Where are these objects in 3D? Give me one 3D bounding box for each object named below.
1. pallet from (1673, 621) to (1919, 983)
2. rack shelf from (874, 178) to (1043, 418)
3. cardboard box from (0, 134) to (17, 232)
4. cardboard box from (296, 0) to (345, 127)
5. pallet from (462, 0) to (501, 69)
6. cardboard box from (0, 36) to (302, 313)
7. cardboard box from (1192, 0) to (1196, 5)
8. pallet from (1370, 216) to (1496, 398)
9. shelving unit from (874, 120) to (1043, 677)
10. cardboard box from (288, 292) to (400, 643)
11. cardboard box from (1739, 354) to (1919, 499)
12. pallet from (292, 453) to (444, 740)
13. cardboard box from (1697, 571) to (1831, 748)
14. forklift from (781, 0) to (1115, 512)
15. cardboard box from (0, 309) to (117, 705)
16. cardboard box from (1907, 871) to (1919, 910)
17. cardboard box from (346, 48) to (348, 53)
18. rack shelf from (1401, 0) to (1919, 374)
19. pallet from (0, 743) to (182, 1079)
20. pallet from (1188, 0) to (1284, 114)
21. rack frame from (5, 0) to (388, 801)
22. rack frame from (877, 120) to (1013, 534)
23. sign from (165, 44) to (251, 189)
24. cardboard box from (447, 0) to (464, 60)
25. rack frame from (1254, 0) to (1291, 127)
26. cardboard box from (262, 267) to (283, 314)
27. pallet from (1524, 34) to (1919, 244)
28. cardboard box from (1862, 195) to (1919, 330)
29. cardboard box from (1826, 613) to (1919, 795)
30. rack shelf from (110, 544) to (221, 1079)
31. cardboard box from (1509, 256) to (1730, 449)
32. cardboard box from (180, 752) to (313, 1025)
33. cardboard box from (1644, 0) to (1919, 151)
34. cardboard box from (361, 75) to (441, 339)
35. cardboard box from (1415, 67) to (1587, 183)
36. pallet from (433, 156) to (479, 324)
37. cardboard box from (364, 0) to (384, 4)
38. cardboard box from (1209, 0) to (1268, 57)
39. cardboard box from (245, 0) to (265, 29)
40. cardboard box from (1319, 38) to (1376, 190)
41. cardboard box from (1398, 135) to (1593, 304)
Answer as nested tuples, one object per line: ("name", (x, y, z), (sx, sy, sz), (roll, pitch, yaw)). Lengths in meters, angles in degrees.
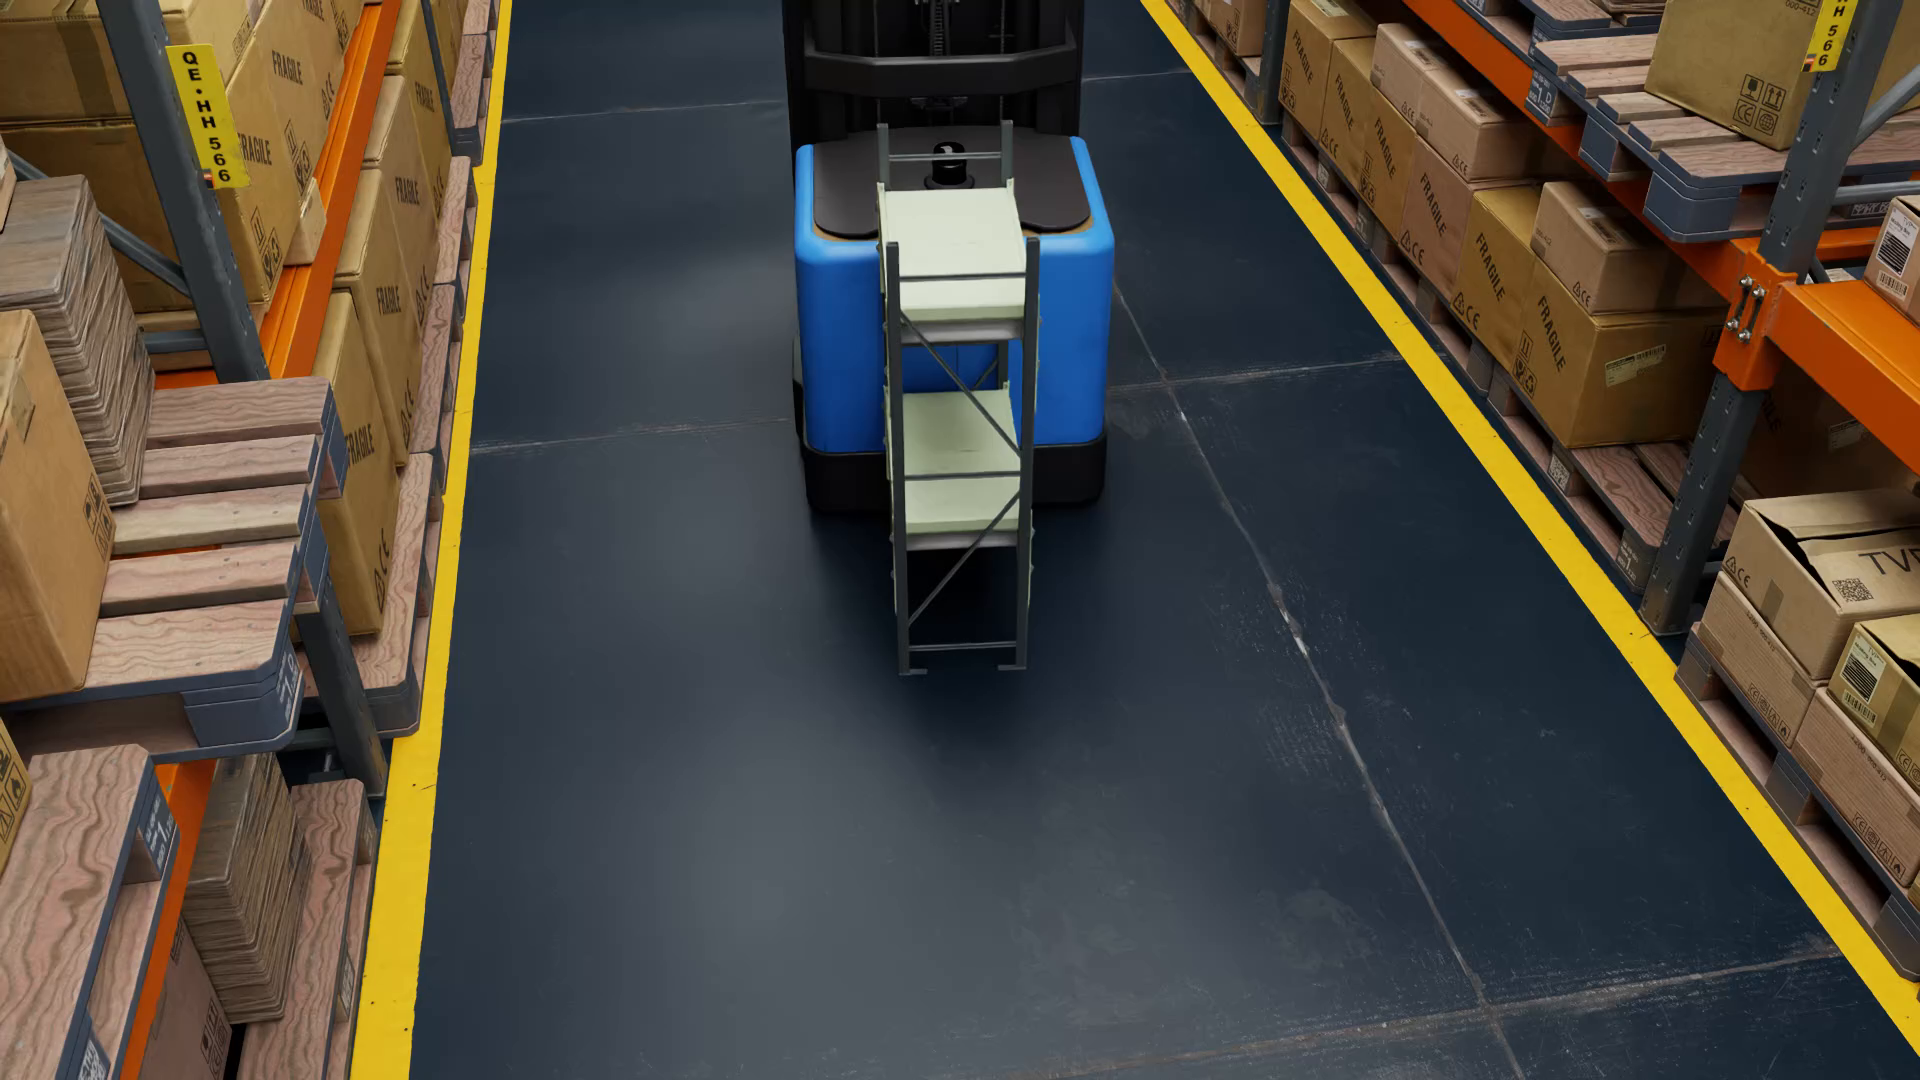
("pallet", (2.821, 0.645, 4.748), (1.003, 0.211, 1.213), (-6, 38, -8))
("rack shelf", (-0.018, -0.713, 4.809), (0.431, 0.370, 0.720), (-3, 38, -3))
("cardboard box", (-2.071, -0.687, 3.221), (0.380, 0.149, 0.250), (-11, 39, -14))
("cardboard box", (-2.163, -1.526, 4.929), (0.500, 0.500, 0.500), (-6, 38, -8))
("pallet", (-3.136, -2.944, 9.367), (1.003, 0.211, 1.213), (-6, 38, -8))
("cardboard box", (-1.994, -0.909, 4.134), (0.500, 0.500, 0.500), (-5, 38, -7))
("cardboard box", (1.503, -3.253, 9.325), (0.500, 0.311, 0.500), (-6, 38, -8))
("pallet", (2.411, -1.047, 6.926), (1.003, 0.211, 1.213), (-6, 38, -8))
("shelving unit", (-0.018, -0.405, 5.049), (0.431, 1.500, 0.755), (-3, 38, -3))
("cardboard box", (-2.161, -0.198, 4.970), (0.750, 0.750, 0.750), (-7, 38, -9))
("cardboard box", (2.917, -0.450, 5.563), (0.500, 0.500, 0.500), (-5, 38, -6))
("pallet", (-2.225, 0.194, 5.328), (1.003, 0.211, 1.213), (-6, 38, -8))
("cardboard box", (2.518, 0.310, 4.805), (0.500, 0.250, 0.500), (-6, 38, -8))
("forklift", (-0.114, -2.142, 6.118), (1.130, 2.935, 3.031), (-2, 38, -3))
("cardboard box", (-1.944, -0.019, 2.889), (0.700, 0.500, 0.500), (-10, 39, -12))
("cardboard box", (2.704, 0.927, 4.011), (0.500, 0.250, 0.500), (-7, 38, -9))
("cardboard box", (-2.345, -1.802, 5.813), (0.380, 0.149, 0.250), (-7, 38, -9))
("rack shelf", (2.365, -1.882, 6.314), (1.077, 0.370, 4.000), (-6, 38, -8))
("pallet", (-1.774, 0.844, 2.375), (1.003, 0.211, 1.213), (-6, 38, -8))
("pallet", (1.894, -2.688, 9.038), (1.003, 0.211, 1.213), (-6, 38, -8))
("rack frame", (-2.161, -0.423, 3.849), (1.000, 3.000, 0.127), (-6, 38, -8))
("rack frame", (-0.044, -0.629, 5.337), (0.400, 1.500, 0.023), (-3, 38, -3))
("sign", (-1.629, -0.913, 3.601), (0.100, 0.325, 0.005), (-6, 38, -8))
("cardboard box", (-2.977, -2.784, 8.584), (0.700, 0.500, 0.500), (-7, 38, -8))
("rack frame", (2.014, -3.374, 7.648), (1.000, 3.000, 0.127), (-6, 38, -8))
("cardboard box", (-2.026, -0.709, 4.405), (0.380, 0.149, 0.250), (-6, 38, -7))
("pallet", (2.527, -1.284, 5.114), (1.213, 0.211, 1.003), (-6, 38, -8))
("cardboard box", (2.736, -0.698, 4.277), (0.500, 0.311, 0.500), (-4, 38, -5))
("cardboard box", (2.618, 0.405, 4.226), (0.500, 0.311, 0.500), (-7, 38, -9))
("rack shelf", (-1.810, 1.069, 2.515), (1.077, 0.370, 4.000), (-6, 38, -8))
("cardboard box", (2.320, -0.684, 5.865), (0.500, 0.500, 0.500), (-5, 38, -6))
("cardboard box", (-1.984, 0.820, 3.929), (0.700, 0.500, 0.500), (-6, 38, -7))
("cardboard box", (2.494, -1.532, 4.853), (0.700, 0.500, 0.500), (-19, 42, -23))
("cardboard box", (-2.462, -1.241, 6.312), (0.750, 0.750, 0.750), (-5, 38, -7))
("cardboard box", (2.123, -1.631, 6.473), (0.500, 0.250, 0.500), (-7, 38, -9))
("pallet", (-2.653, -1.280, 7.225), (1.003, 0.211, 1.213), (-6, 38, -8))
("cardboard box", (-2.352, -2.109, 6.209), (0.380, 0.149, 0.250), (-6, 38, -8))
("cardboard box", (1.635, -2.874, 8.684), (0.500, 0.500, 0.500), (-6, 38, -8))
("cardboard box", (-2.082, -1.510, 4.298), (0.500, 0.250, 0.500), (-7, 38, -9))
("cardboard box", (1.963, -1.921, 7.457), (0.500, 0.500, 0.500), (-6, 38, -7))
("cardboard box", (2.132, -1.313, 6.674), (0.500, 0.500, 0.500), (-8, 38, -10))
